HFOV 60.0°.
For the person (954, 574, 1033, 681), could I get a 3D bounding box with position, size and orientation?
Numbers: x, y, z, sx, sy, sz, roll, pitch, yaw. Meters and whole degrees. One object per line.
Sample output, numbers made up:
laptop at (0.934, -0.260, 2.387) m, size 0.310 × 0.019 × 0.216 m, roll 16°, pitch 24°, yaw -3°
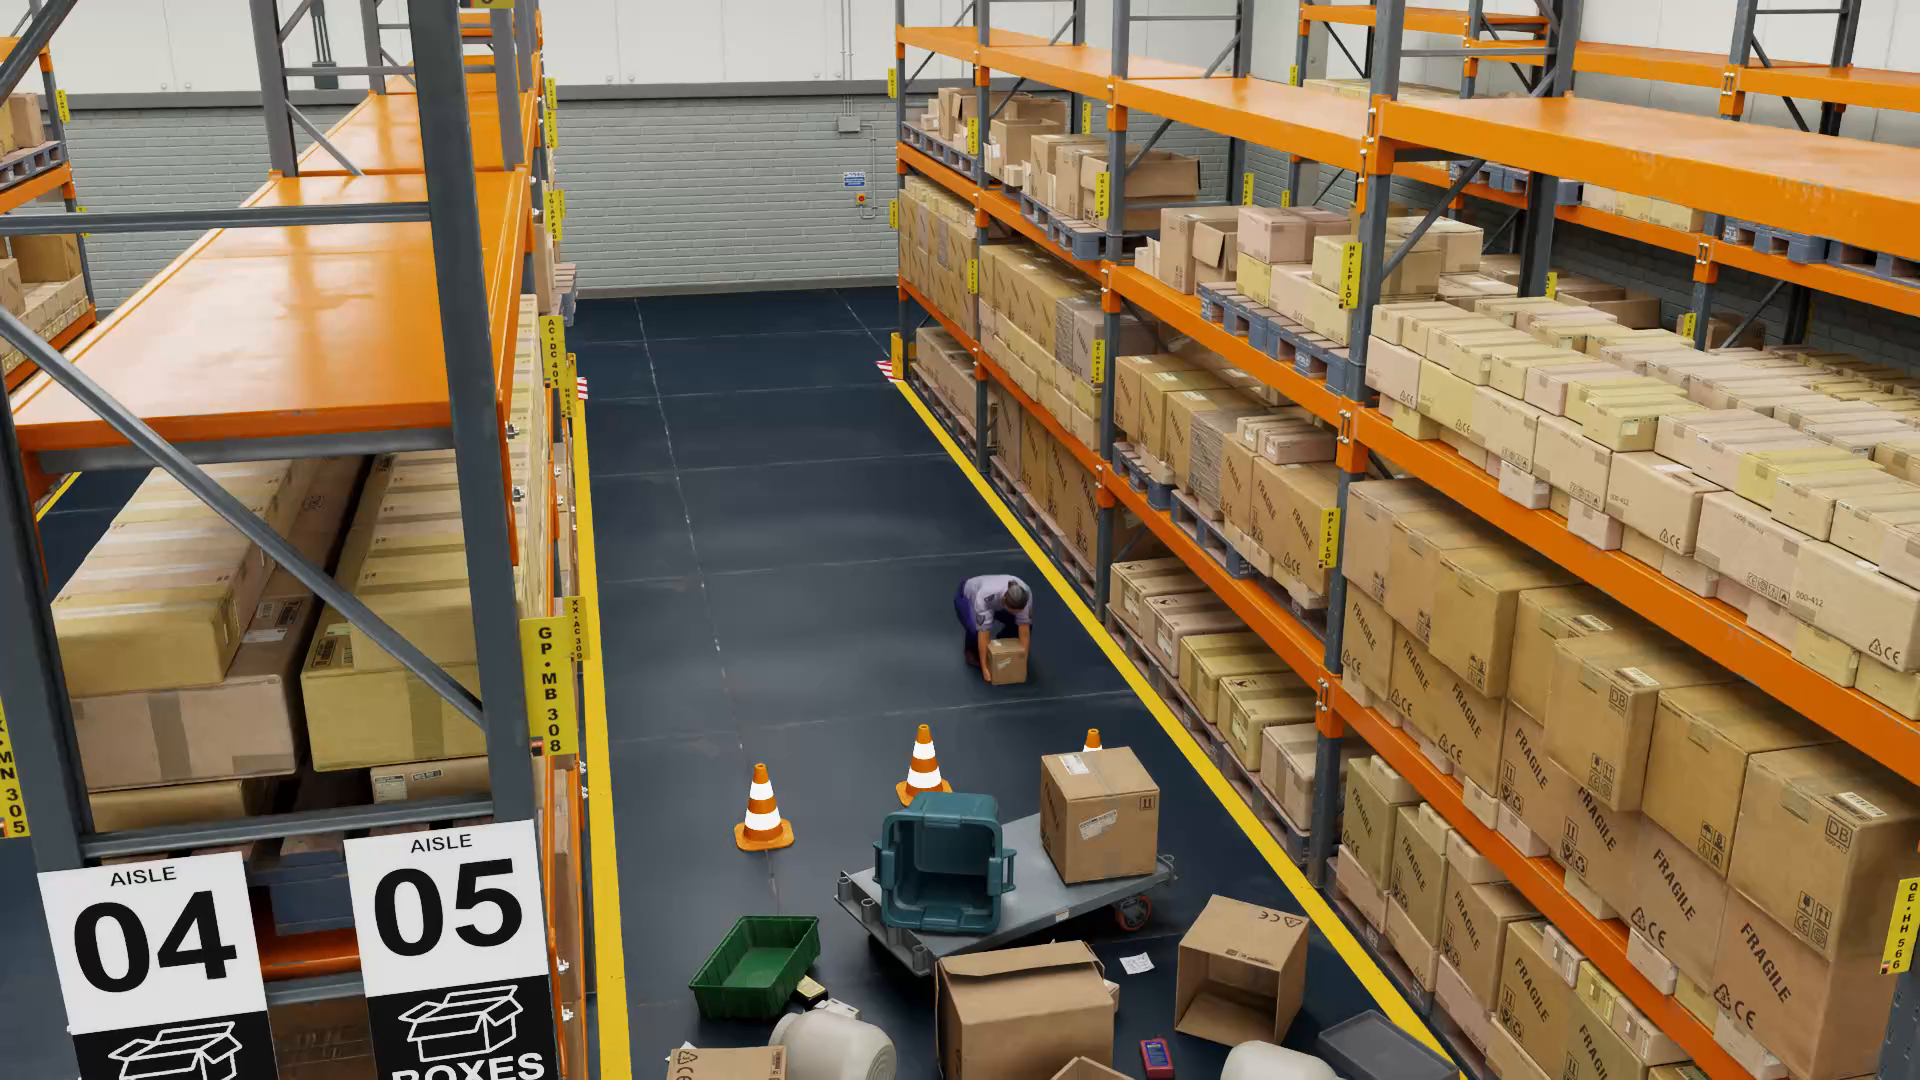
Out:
person at (0.263, 0.581, 12.157) m, size 0.507 × 0.776 × 0.864 m, roll -6°, pitch 21°, yaw -16°
